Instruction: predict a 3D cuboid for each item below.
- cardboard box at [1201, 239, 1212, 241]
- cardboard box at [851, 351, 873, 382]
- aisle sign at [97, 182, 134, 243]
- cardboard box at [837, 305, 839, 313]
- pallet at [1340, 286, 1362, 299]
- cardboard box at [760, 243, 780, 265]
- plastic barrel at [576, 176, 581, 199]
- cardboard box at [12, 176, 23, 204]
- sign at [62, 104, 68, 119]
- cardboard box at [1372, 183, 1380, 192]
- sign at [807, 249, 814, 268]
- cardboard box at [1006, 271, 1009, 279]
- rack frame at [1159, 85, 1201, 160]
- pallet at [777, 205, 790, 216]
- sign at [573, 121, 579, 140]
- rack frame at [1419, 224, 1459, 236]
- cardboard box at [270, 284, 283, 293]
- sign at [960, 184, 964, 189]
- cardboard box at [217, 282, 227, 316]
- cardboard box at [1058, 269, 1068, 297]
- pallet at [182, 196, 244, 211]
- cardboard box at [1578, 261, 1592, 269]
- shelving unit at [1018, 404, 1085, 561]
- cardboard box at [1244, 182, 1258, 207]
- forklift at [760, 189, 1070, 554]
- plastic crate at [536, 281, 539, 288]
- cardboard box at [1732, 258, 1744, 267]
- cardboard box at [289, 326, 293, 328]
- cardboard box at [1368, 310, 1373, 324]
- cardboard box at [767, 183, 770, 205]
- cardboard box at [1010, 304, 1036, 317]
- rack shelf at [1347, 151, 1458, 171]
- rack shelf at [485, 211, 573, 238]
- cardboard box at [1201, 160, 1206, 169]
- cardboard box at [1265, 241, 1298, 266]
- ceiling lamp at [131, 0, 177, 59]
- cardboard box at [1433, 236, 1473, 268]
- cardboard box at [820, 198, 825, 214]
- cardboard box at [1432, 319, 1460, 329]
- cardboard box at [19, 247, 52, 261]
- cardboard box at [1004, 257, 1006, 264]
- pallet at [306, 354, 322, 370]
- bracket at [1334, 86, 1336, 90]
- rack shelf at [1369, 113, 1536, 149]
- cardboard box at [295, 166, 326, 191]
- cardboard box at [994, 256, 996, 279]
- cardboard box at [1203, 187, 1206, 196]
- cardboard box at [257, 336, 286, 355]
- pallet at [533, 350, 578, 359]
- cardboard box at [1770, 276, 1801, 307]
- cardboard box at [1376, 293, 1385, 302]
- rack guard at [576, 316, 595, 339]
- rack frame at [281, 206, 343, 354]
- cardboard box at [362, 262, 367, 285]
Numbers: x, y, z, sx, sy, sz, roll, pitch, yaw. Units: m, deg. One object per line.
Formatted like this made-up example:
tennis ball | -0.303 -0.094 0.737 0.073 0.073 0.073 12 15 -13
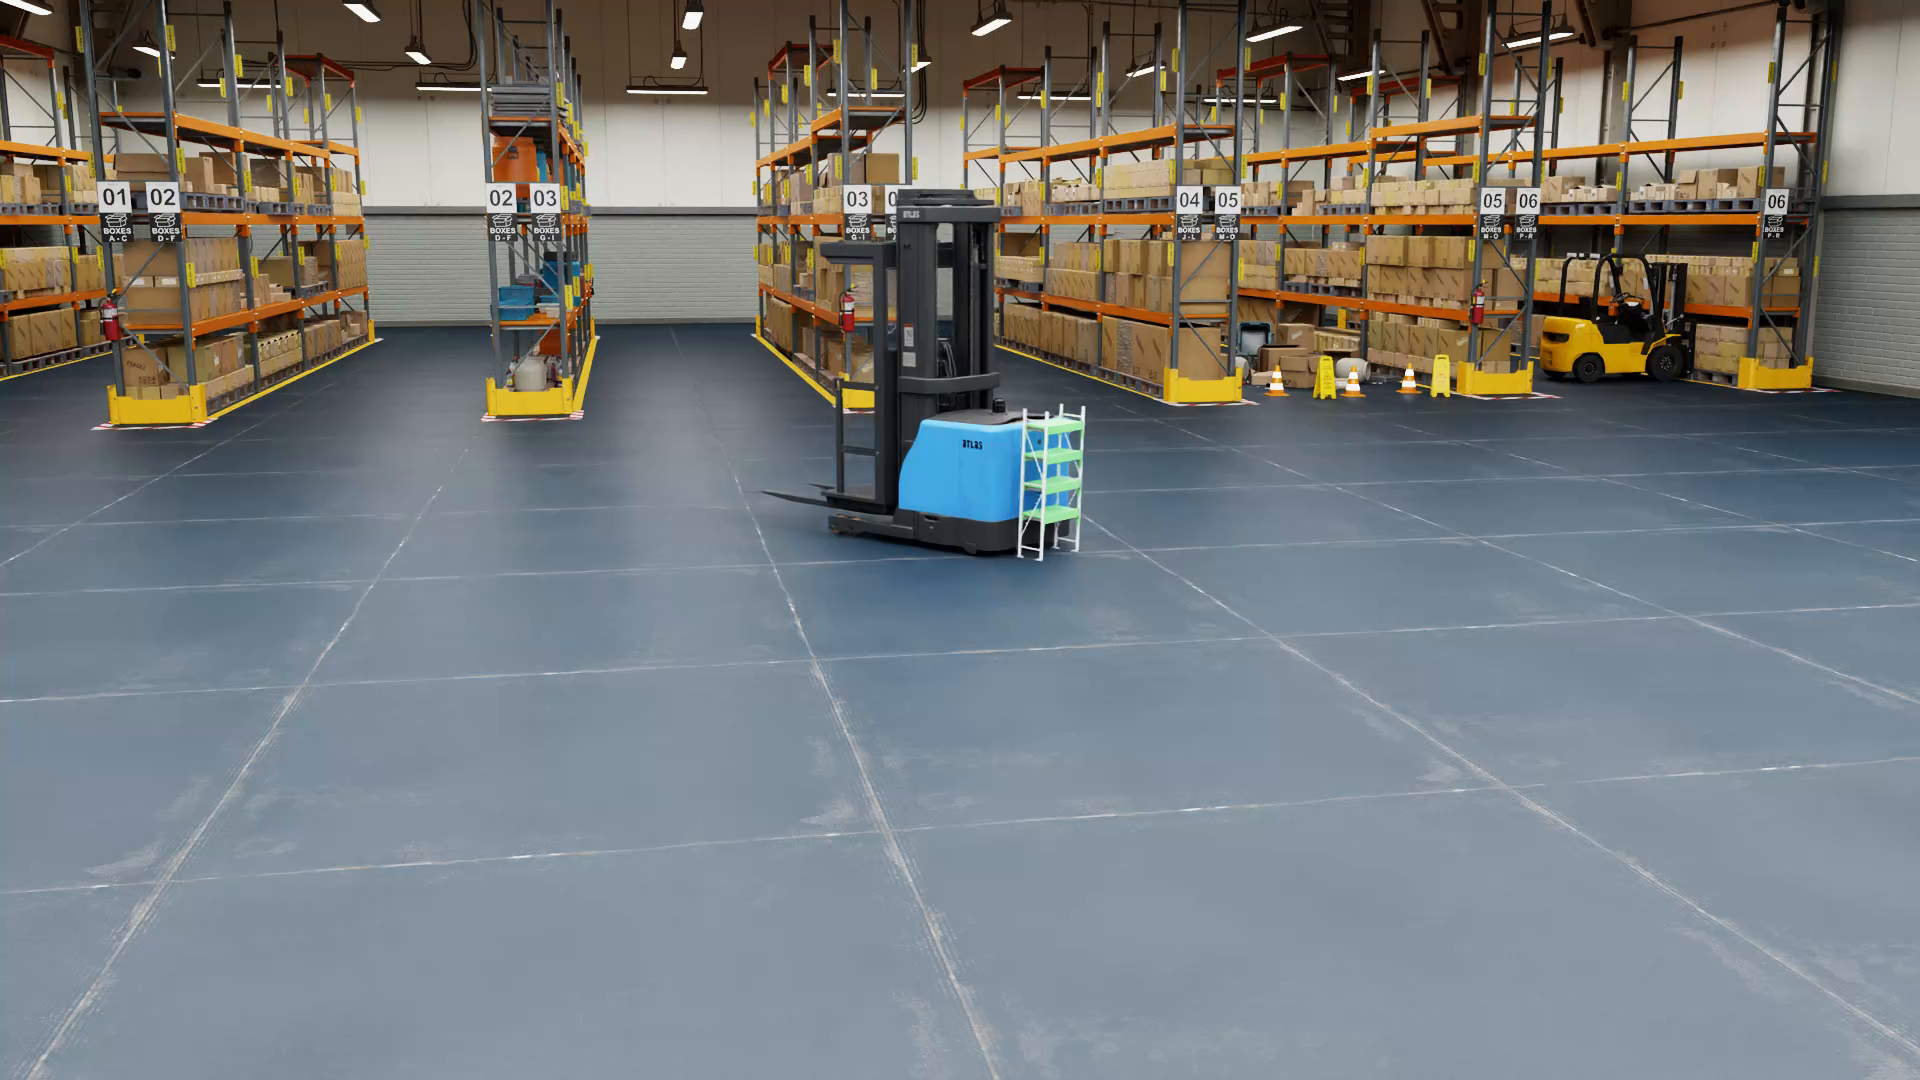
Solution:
cardboard box | 5.835 -6.623 38.031 0.500 0.500 0.500 -2 11 -11
cardboard box | -1.444 -2.647 25.644 0.500 0.500 0.500 1 11 4
aisle sign | -11.182 -4.340 22.023 0.394 0.787 0.004 -2 11 -11
cardboard box | -1.706 -3.595 25.735 0.380 0.149 0.250 -2 11 -11
pallet | 7.748 -4.590 30.805 1.003 0.211 1.213 -2 11 -11
cardboard box | -4.375 -6.631 38.613 0.500 0.500 0.500 -2 11 -12
plastic barrel | -8.005 -7.078 33.714 0.600 0.588 0.600 0 11 0
cardboard box | -17.830 -6.485 30.780 0.700 0.500 0.500 -2 11 -11
sign | -19.423 -9.304 36.090 0.100 0.325 0.005 -2 11 -11
cardboard box | 7.495 -6.211 29.325 0.380 0.149 0.250 -2 11 -12
sign | -2.511 -4.727 27.911 0.100 0.325 0.005 -2 11 -11
cardboard box | 1.189 -5.612 35.210 0.380 0.149 0.250 -3 11 -14
rack frame | 5.420 -9.687 41.025 1.000 3.000 0.127 -2 11 -11
pallet | -2.922 -6.409 32.331 1.213 0.211 1.003 -2 11 -8
sign | -7.065 -7.542 30.618 0.100 0.325 0.005 -2 11 -11
rack frame | 11.066 -6.188 38.683 1.000 3.000 0.127 -2 11 -11
cardboard box | -12.435 -4.441 29.744 0.500 0.311 0.500 -1 11 -7
sign | 0.052 -8.425 40.077 0.100 0.325 0.005 -2 11 -11
cardboard box | -11.390 -3.599 24.813 0.700 0.500 0.500 -2 11 -10
cardboard box | 2.162 -4.846 31.365 0.500 0.500 0.500 -2 11 -11
pallet | -11.494 -5.094 25.151 1.003 0.211 1.213 -2 11 -11
cardboard box | 12.092 -5.280 31.911 0.380 0.149 0.250 -2 11 -13
shelving unit | 0.739 -0.474 13.450 0.258 1.200 0.503 12 16 38
cardboard box | 6.348 -7.314 35.191 0.500 0.500 0.500 -2 11 -10
forklift | -0.506 -1.532 14.408 3.031 2.935 1.130 10 14 41
plastic crate | -7.345 -4.182 28.188 0.392 0.384 0.575 -2 11 -11
cardboard box | 13.045 -4.603 27.559 0.380 0.149 0.250 -2 11 -11
cardboard box | -12.975 -3.799 31.642 0.500 0.500 0.500 -3 11 -13
cardboard box | 10.442 -5.626 41.294 0.700 0.500 0.500 -2 11 -9
cardboard box | -4.008 -7.864 37.809 0.700 0.500 0.500 -3 11 -15
cardboard box | 1.352 -4.912 35.537 0.500 0.250 0.500 -2 11 -9
rack shelf | 10.677 -9.147 40.117 1.077 0.370 4.000 -2 11 -11
rack shelf | -6.436 -4.752 25.042 1.077 0.370 4.000 -2 11 -11
cardboard box | 3.895 -5.723 25.369 0.380 0.149 0.250 -2 11 -11
cardboard box | 6.619 -5.898 34.222 0.500 0.500 0.500 -2 11 -13
ceiling lamp | -15.185 -10.869 31.624 0.800 3.185 2.000 -2 11 -11
cardboard box | 8.127 -4.671 26.977 0.700 0.500 0.500 -2 11 -10
cardboard box | -1.937 -5.298 26.391 0.500 0.250 0.500 -3 11 -13
cardboard box | 7.983 -3.550 27.318 0.380 0.149 0.250 -2 11 -9
cardboard box | -17.568 -5.415 31.502 0.500 0.250 0.500 -2 11 -10
cardboard box | 1.141 -5.950 35.393 0.380 0.149 0.250 -2 11 -12
pallet | -12.571 -3.321 31.082 1.003 0.211 1.213 -2 11 -11
bracket | 10.219 -12.227 44.743 0.235 0.232 0.430 -2 11 -11
rack shelf | 8.143 -6.764 27.602 1.077 0.370 4.000 -2 11 -11
cardboard box | -13.373 -7.388 34.027 0.700 0.500 0.500 -2 11 -11
cardboard box | 0.991 -6.082 37.063 0.500 0.500 0.500 -2 11 -11
cardboard box | 3.893 -5.334 25.457 0.380 0.149 0.250 -2 11 -10
cardboard box | -11.821 -3.317 28.332 0.500 0.311 0.500 -2 11 -9
pallet | -7.798 -3.506 32.050 1.003 0.211 1.213 -2 11 -11
cardboard box | 13.576 -4.137 27.641 0.500 0.500 0.500 -2 11 -9
cardboard box | 7.600 -4.302 29.448 0.380 0.149 0.250 -2 11 -9
rack guard | -9.177 -4.976 39.000 1.175 0.500 0.348 -2 11 -11
rack frame | -13.241 -5.286 33.949 1.000 3.000 0.127 -2 11 -11
cardboard box | -13.665 -5.997 37.414 0.500 0.500 0.500 -2 11 -9
